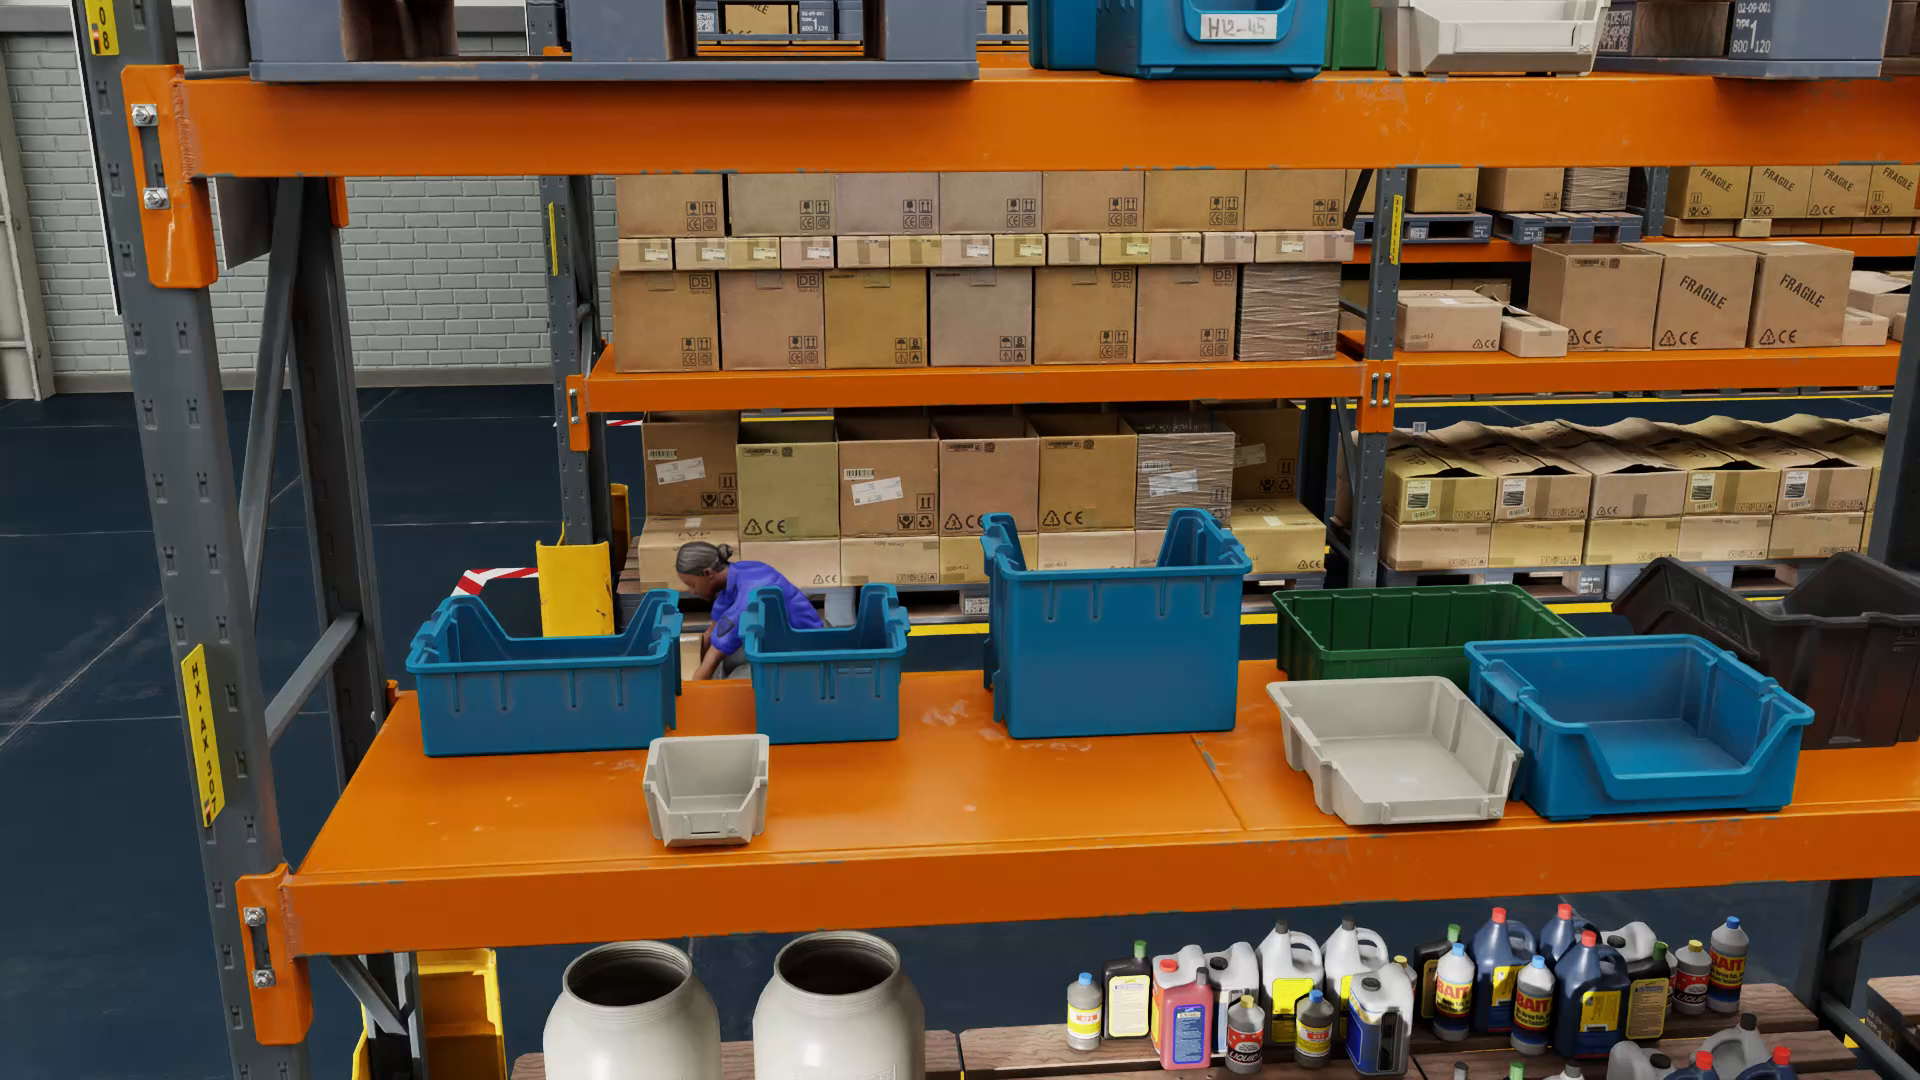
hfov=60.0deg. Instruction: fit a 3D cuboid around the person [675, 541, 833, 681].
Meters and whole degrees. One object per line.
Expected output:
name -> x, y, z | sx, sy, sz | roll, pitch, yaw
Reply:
person -> -0.868, 0.424, 6.950 | 0.820, 0.921, 0.506 | -2, 17, -6
